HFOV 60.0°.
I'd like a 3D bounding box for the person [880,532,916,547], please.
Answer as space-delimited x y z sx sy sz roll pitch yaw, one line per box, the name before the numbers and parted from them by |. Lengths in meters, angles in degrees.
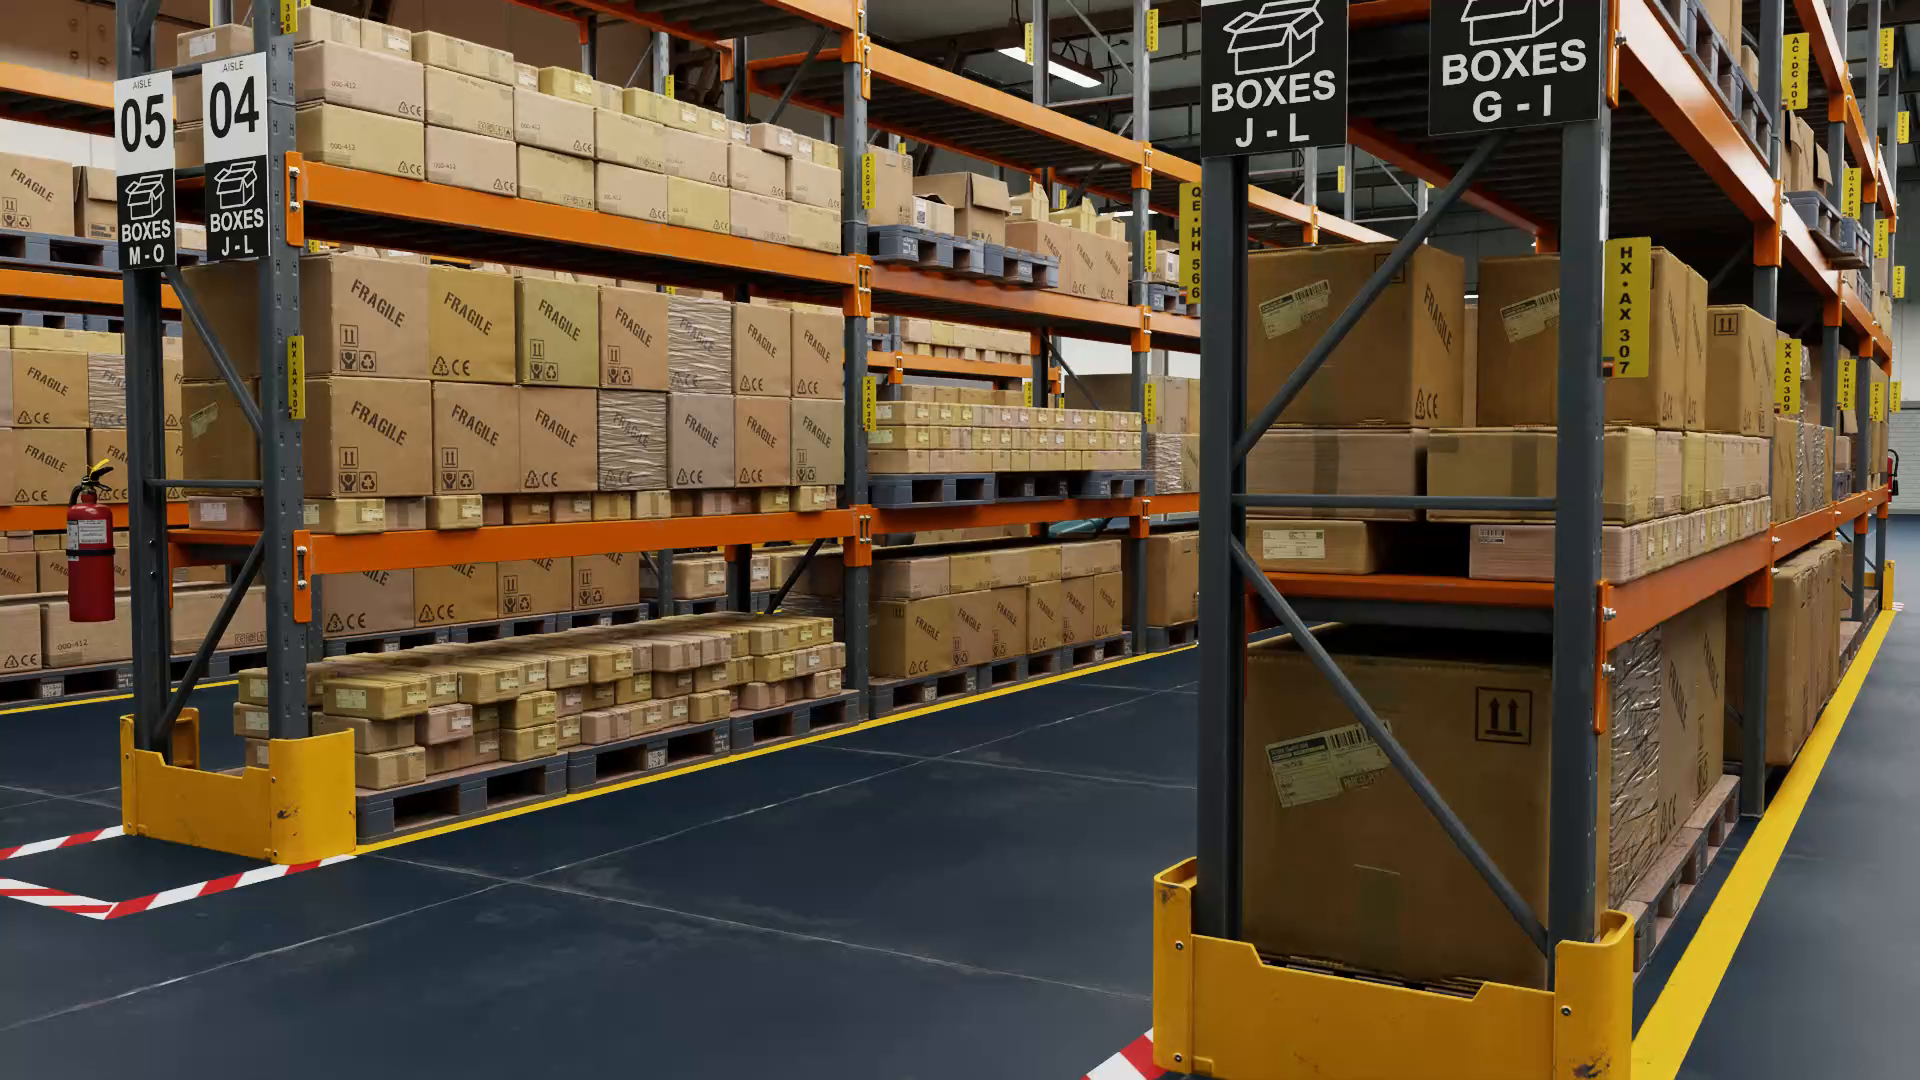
person | -0.642 -0.050 16.643 0.348 1.653 0.522 2 3 28
